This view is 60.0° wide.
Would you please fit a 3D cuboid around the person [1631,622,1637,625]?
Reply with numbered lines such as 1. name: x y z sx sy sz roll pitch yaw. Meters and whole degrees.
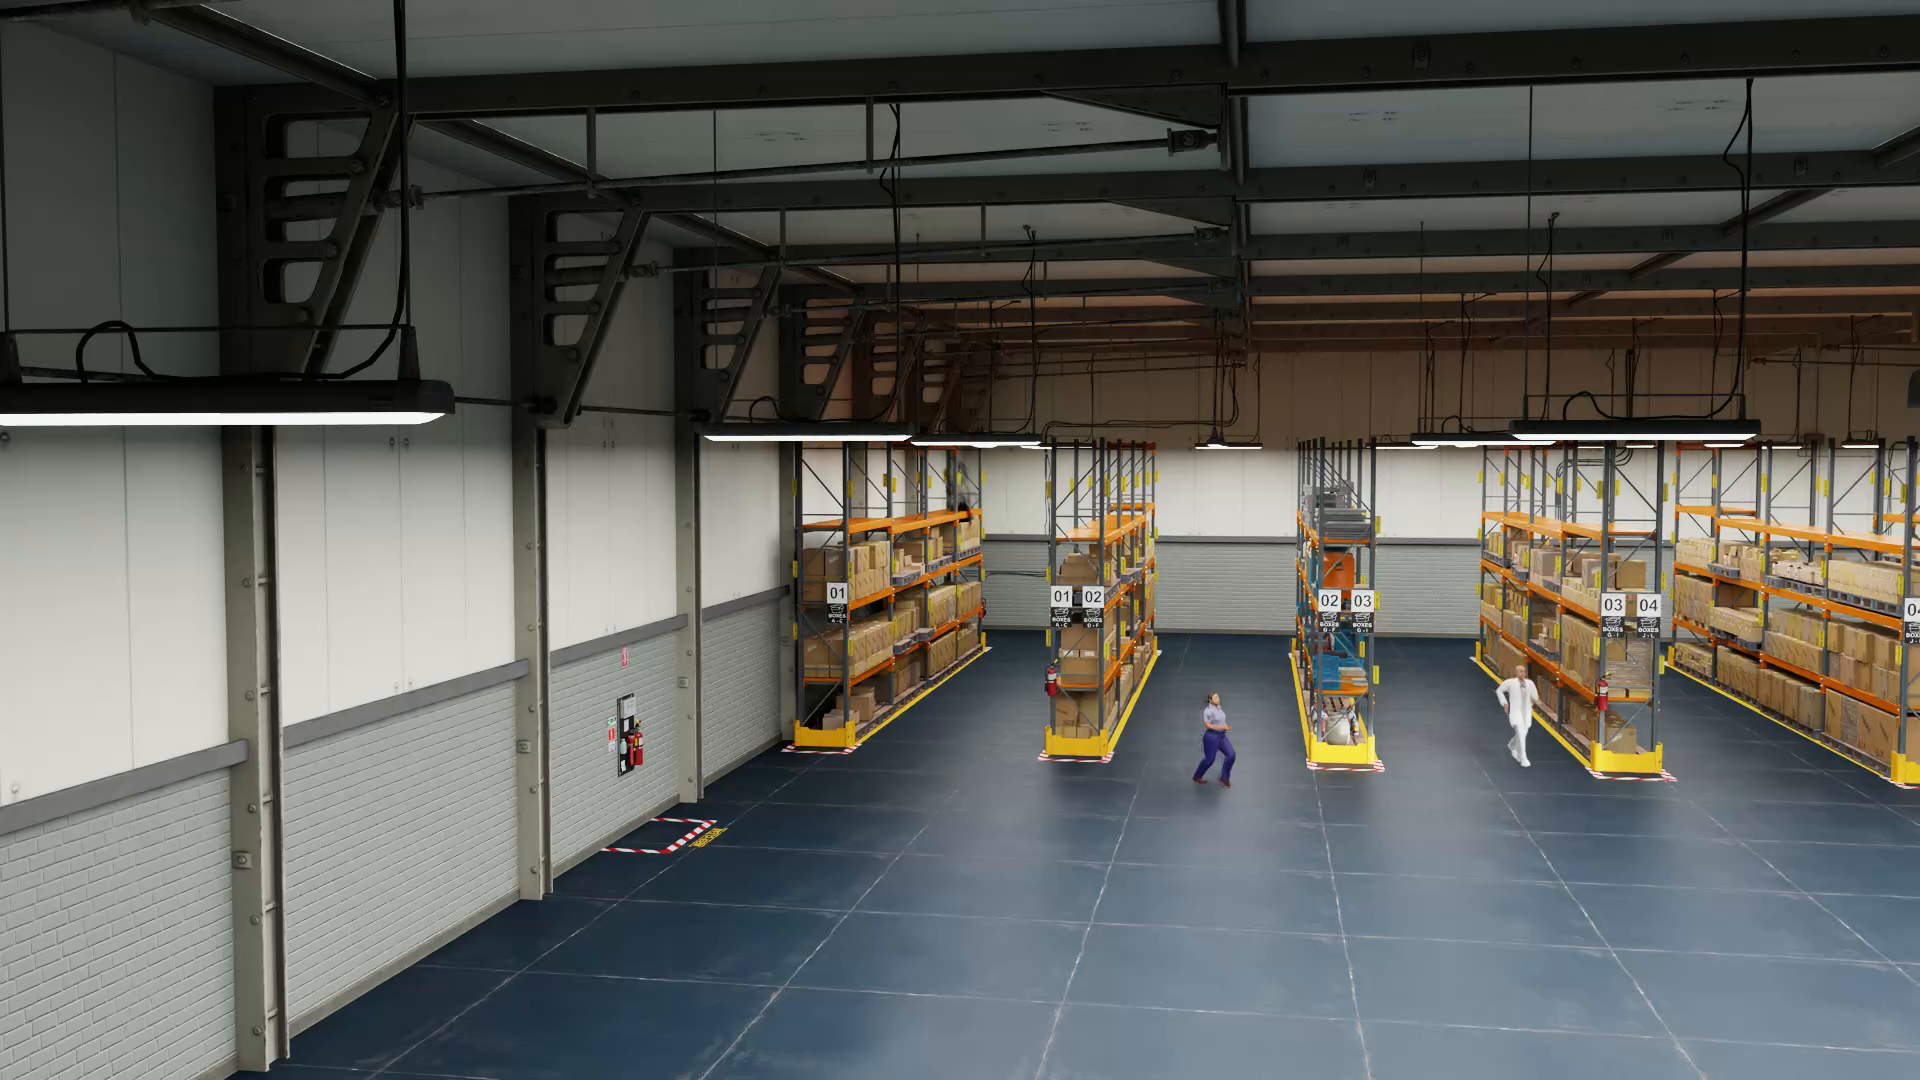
1. person: 17.704 2.581 44.271 0.614 1.581 0.855 1 3 26

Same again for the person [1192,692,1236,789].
1. person: 4.347 3.465 28.418 0.733 1.599 0.608 3 4 41

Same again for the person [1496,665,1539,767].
1. person: 10.289 3.201 30.619 0.709 1.798 0.943 -1 3 -11
